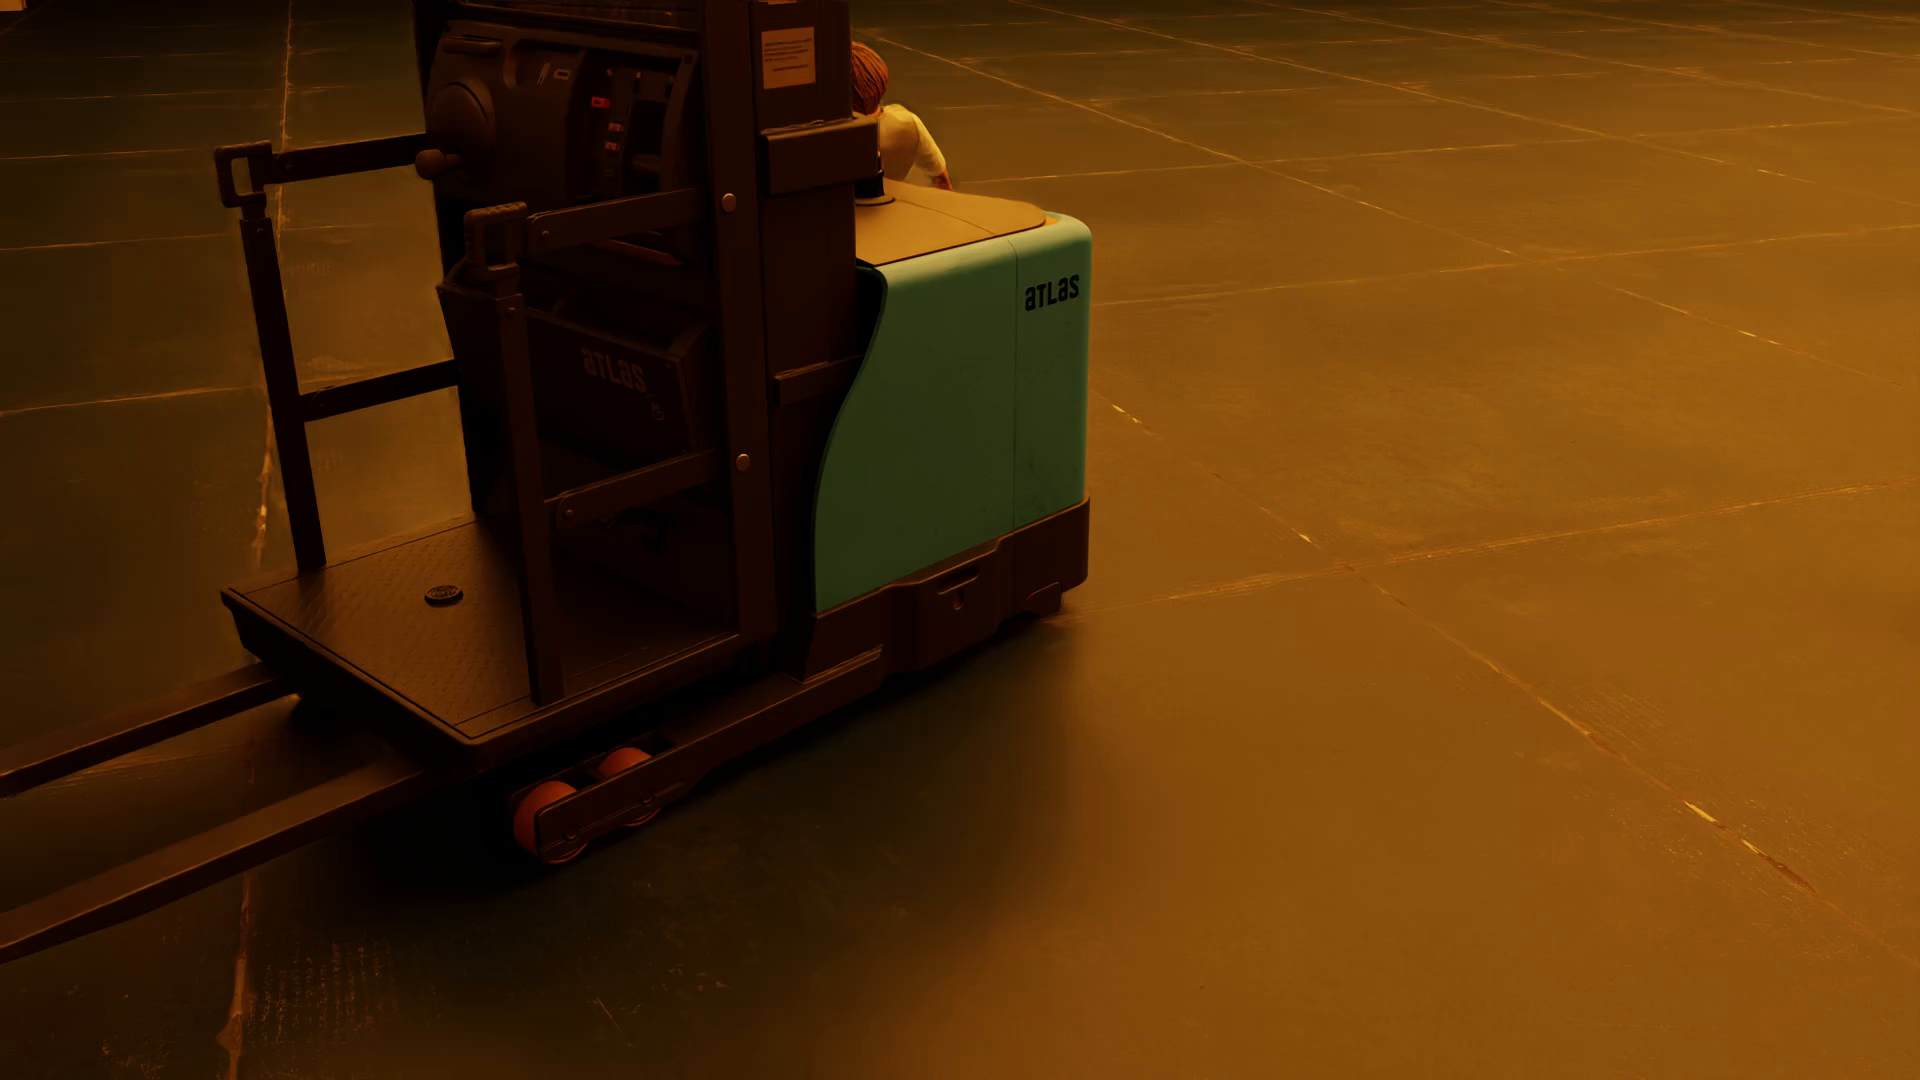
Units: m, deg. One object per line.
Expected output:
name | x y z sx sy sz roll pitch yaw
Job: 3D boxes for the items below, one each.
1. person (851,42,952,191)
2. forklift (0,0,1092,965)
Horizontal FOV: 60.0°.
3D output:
person | -0.284 -0.951 5.468 0.807 1.388 0.749 -21 30 -40
forklift | -1.017 -0.900 3.438 1.130 2.935 3.031 20 30 39
